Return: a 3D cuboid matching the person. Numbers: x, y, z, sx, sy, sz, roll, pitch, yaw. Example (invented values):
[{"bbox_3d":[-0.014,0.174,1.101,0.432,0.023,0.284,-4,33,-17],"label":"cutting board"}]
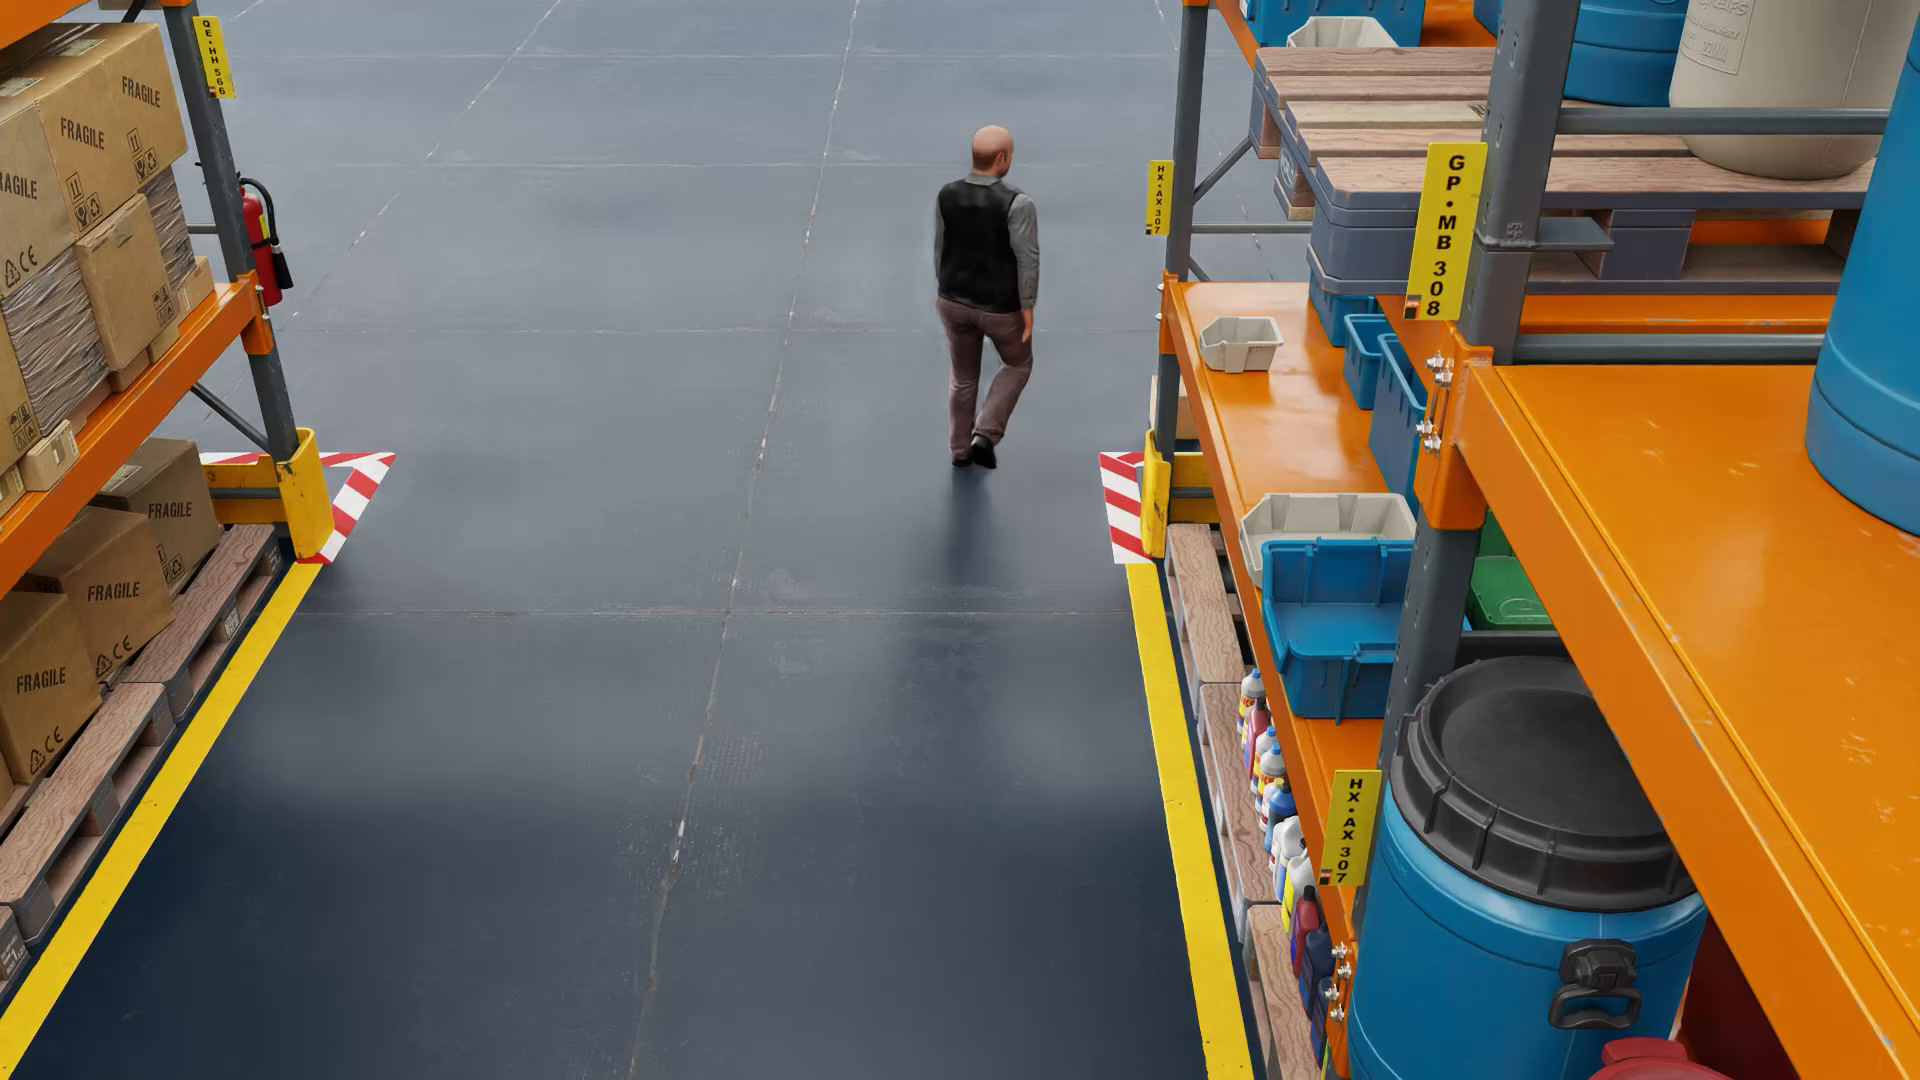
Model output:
[{"bbox_3d":[0.120,-1.125,7.975,0.584,1.720,0.474,11,33,18],"label":"person"}]
